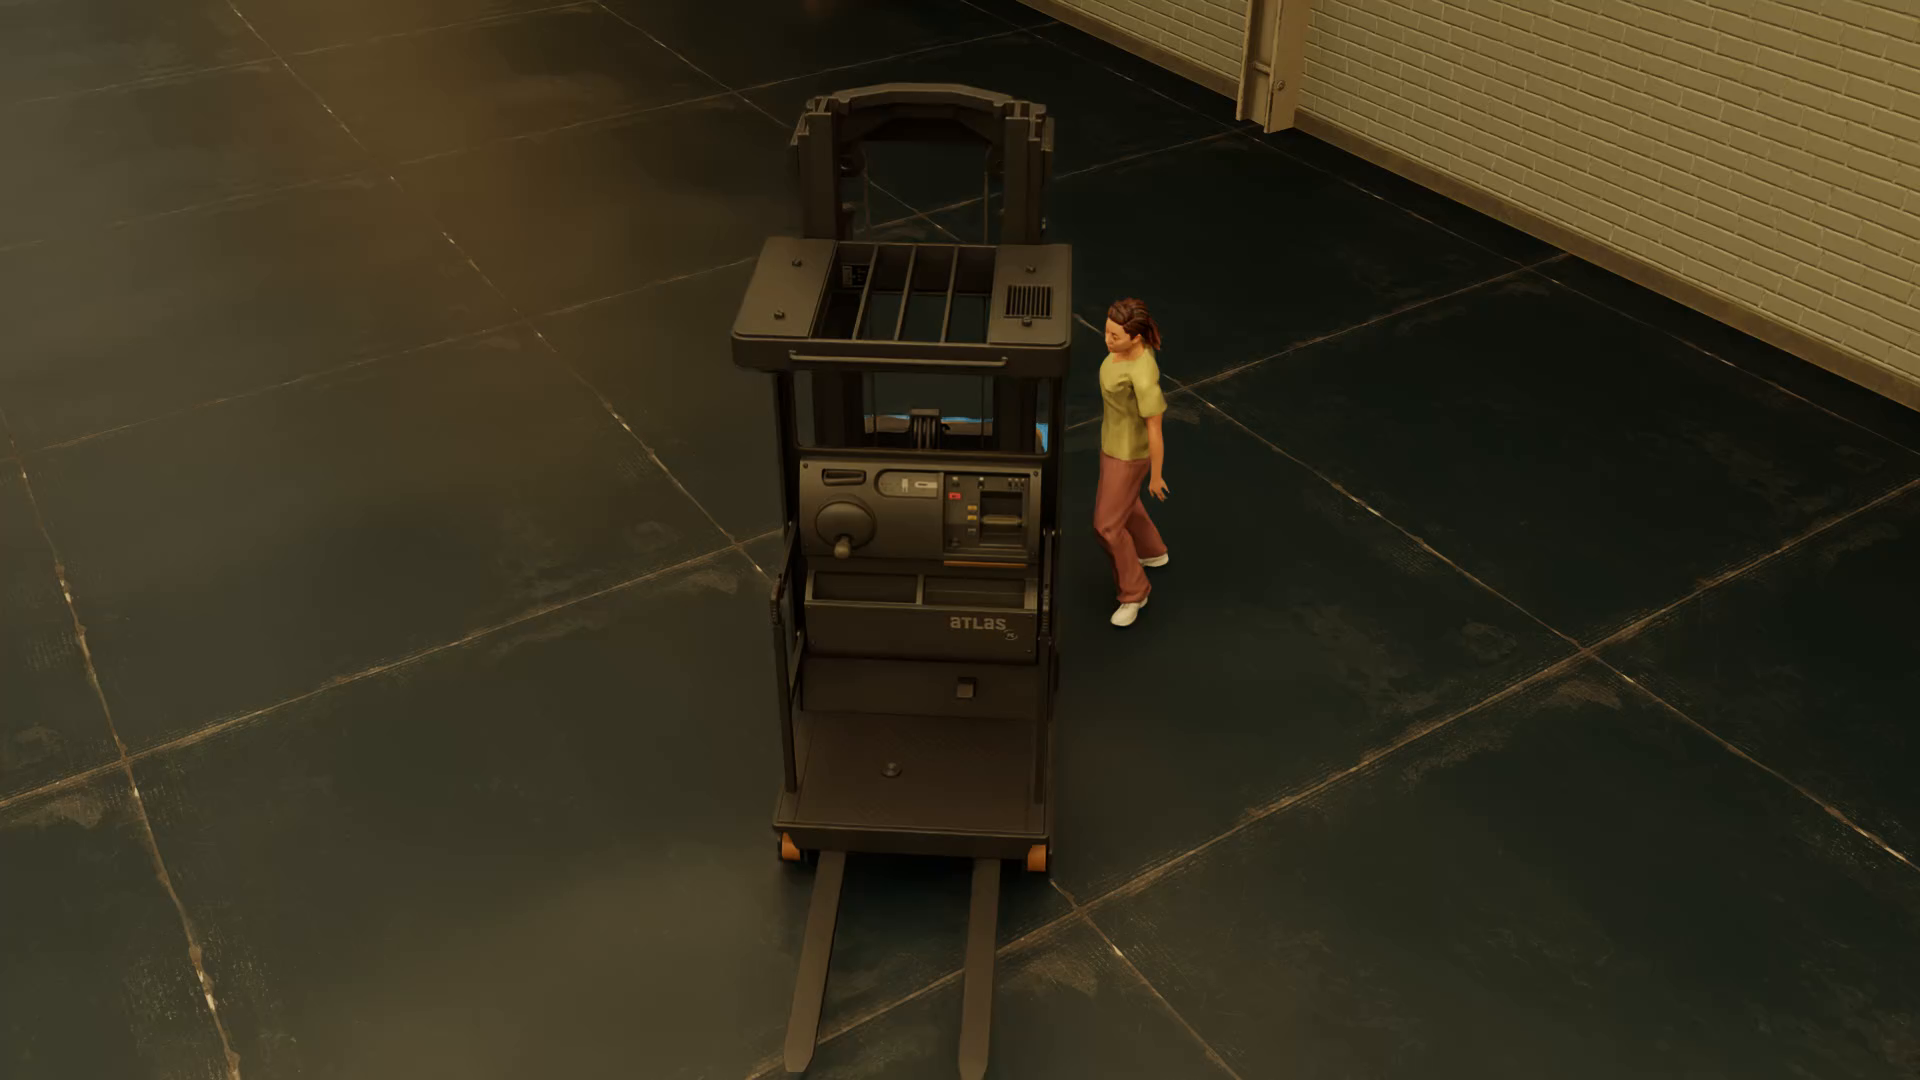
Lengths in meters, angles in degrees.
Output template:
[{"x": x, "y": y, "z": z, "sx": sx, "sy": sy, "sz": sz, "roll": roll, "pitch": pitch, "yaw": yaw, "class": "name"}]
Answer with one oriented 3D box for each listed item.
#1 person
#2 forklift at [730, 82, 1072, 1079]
[{"x": 0.850, "y": -0.444, "z": 7.958, "sx": 0.443, "sy": 1.648, "sz": 0.814, "roll": -1, "pitch": 35, "yaw": -1, "class": "person"}, {"x": -0.165, "y": -0.046, "z": 6.213, "sx": 1.130, "sy": 2.935, "sz": 3.031, "roll": 2, "pitch": 35, "yaw": 3, "class": "forklift"}]
